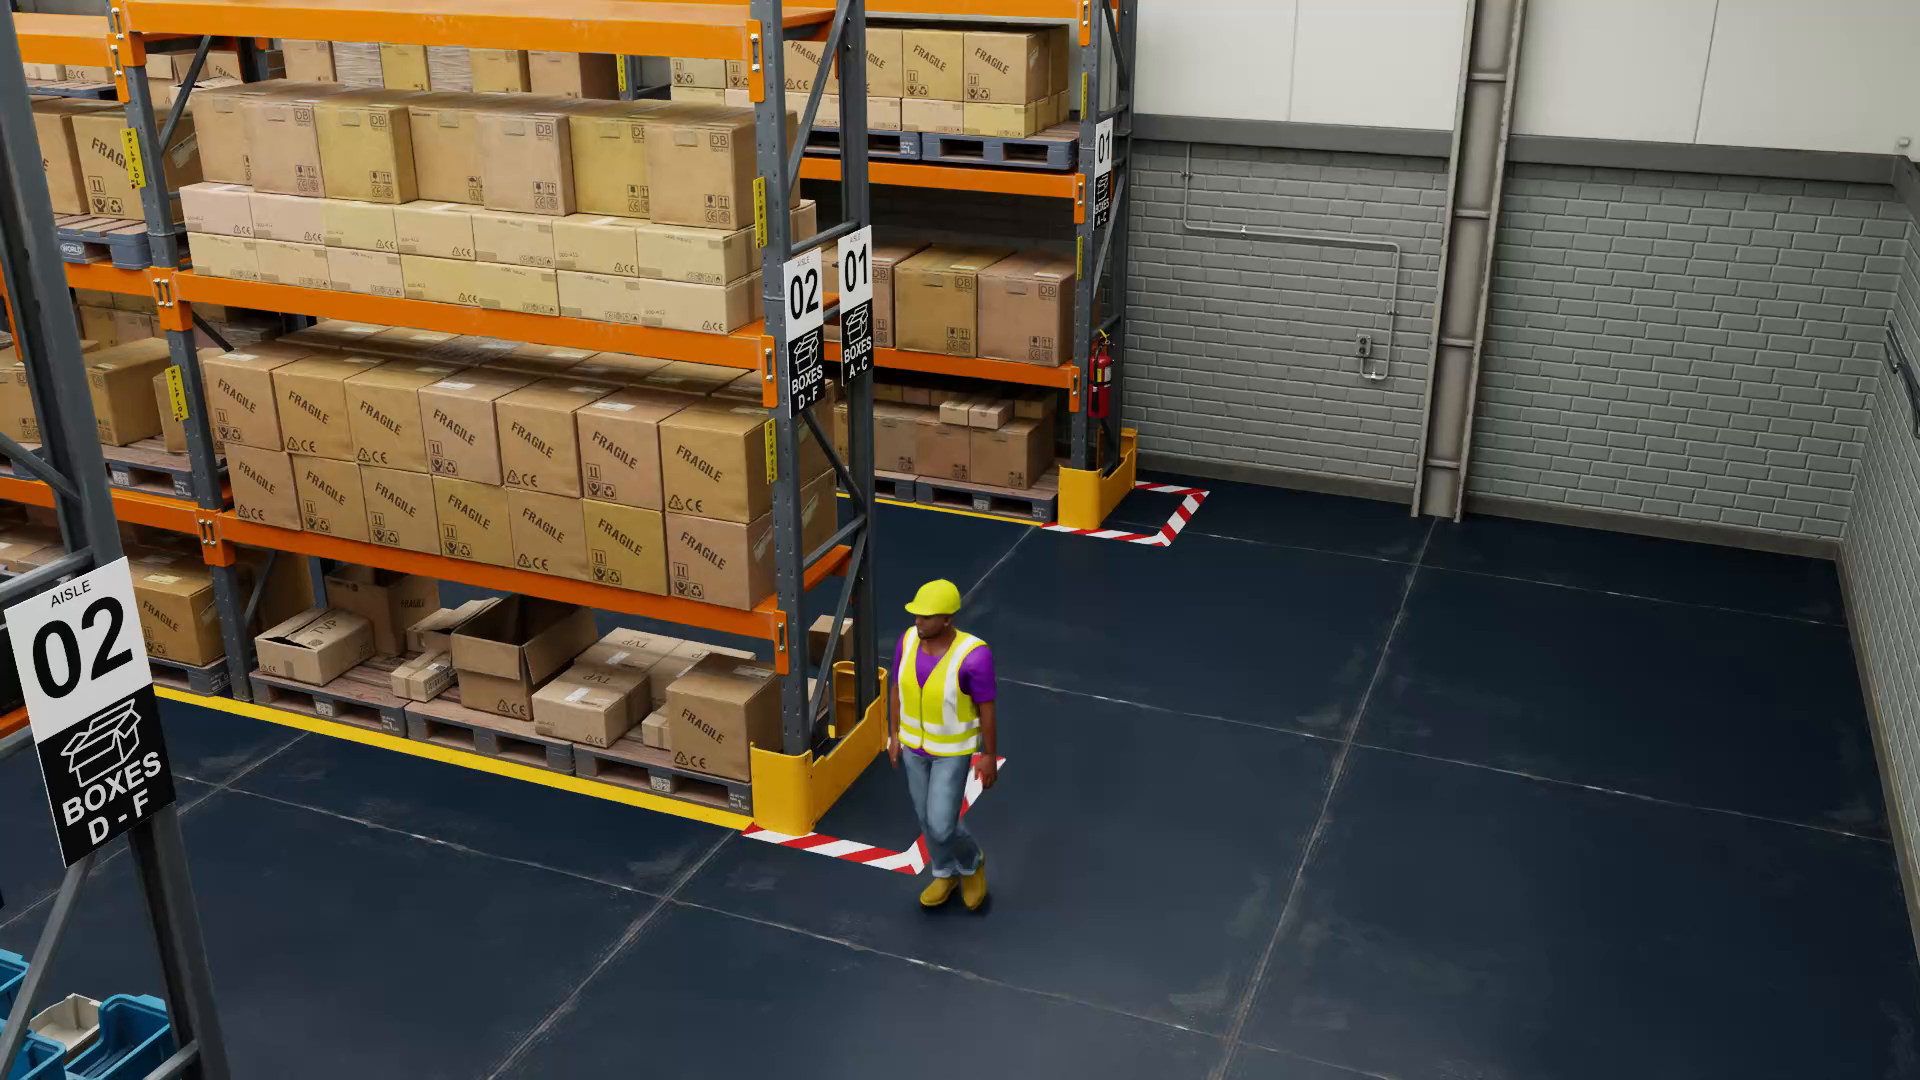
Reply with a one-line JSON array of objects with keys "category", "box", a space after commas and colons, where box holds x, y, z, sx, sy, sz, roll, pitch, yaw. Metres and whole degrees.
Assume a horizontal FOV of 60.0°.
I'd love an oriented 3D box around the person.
[{"category": "person", "box": [-0.127, 1.043, 8.283, 0.613, 1.766, 0.450, 14, 26, 31]}]
